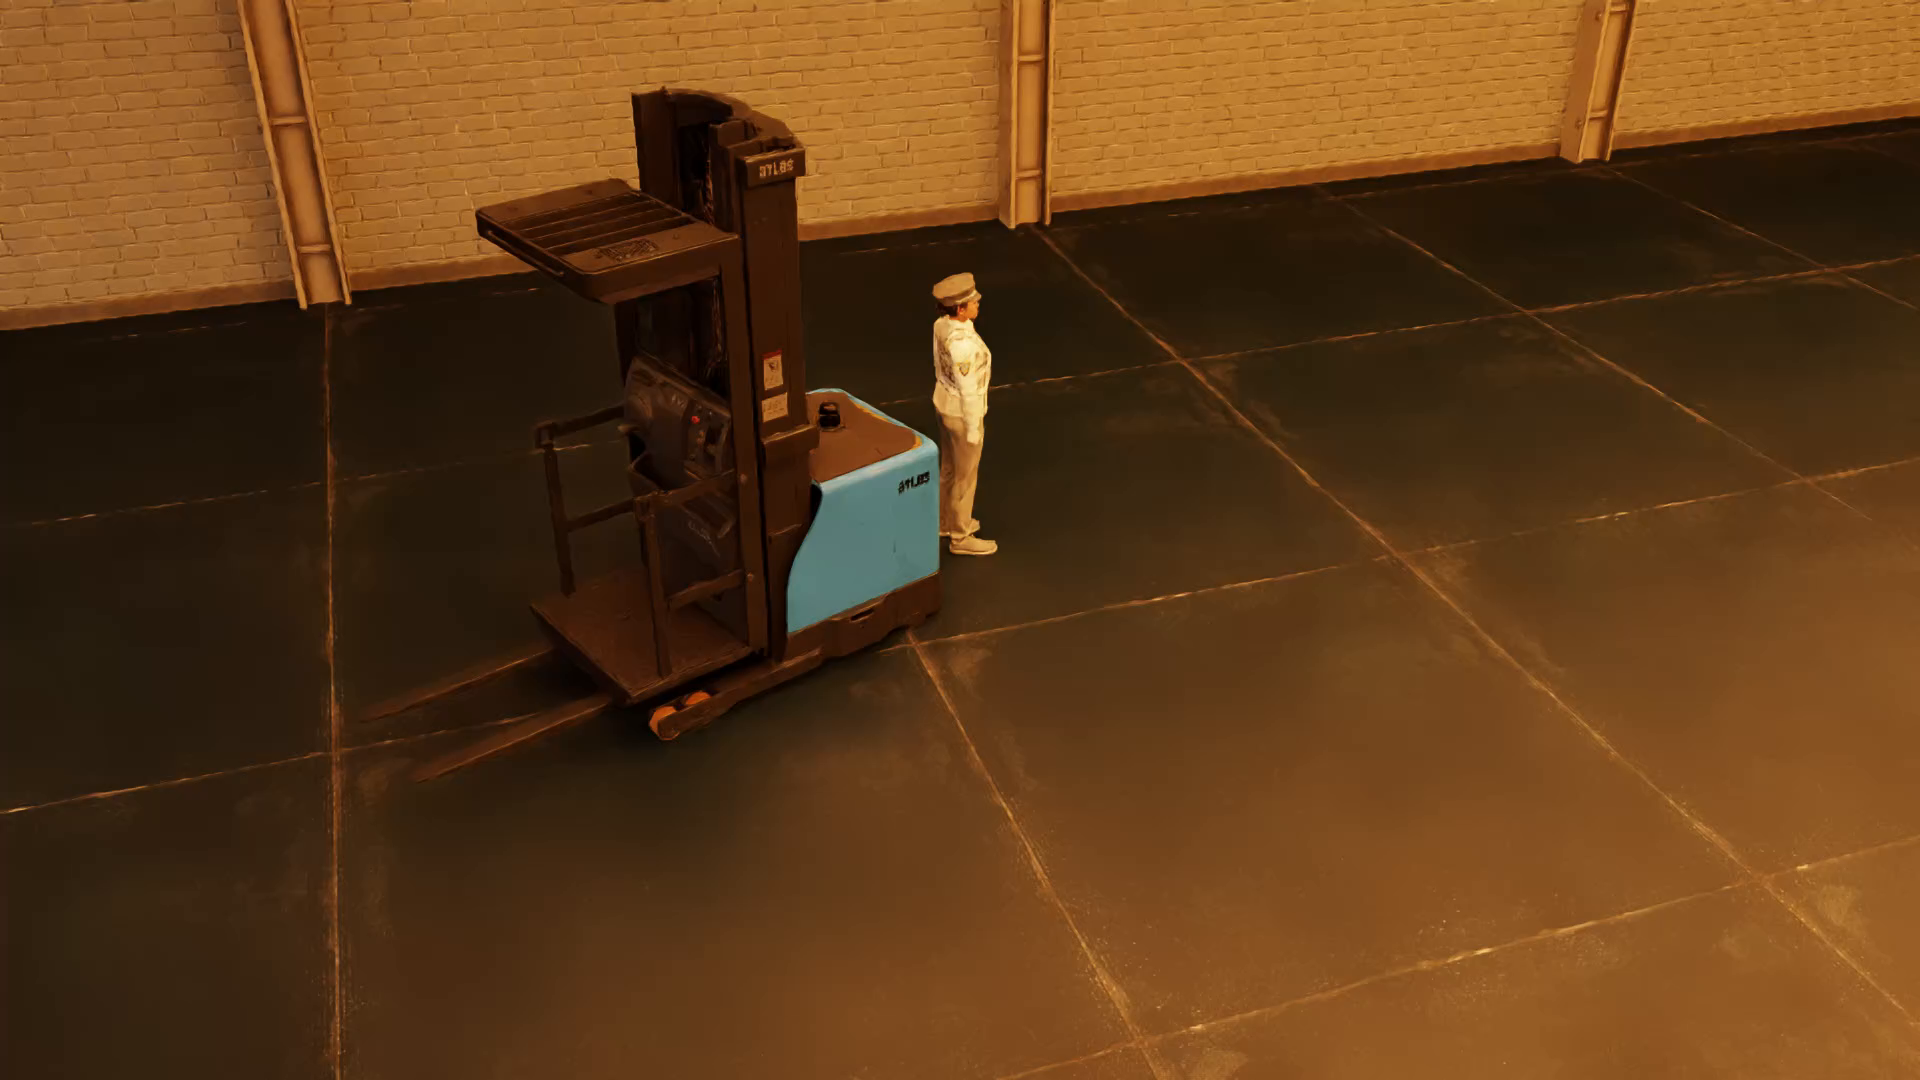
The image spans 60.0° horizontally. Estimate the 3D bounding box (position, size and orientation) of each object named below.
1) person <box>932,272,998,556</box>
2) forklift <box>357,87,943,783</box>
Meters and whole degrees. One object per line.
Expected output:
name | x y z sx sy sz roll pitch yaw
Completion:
person | 0.016 -0.731 9.606 0.337 1.692 0.452 -10 31 -16
forklift | -1.556 -0.572 8.080 3.031 2.935 1.130 -22 37 -33
